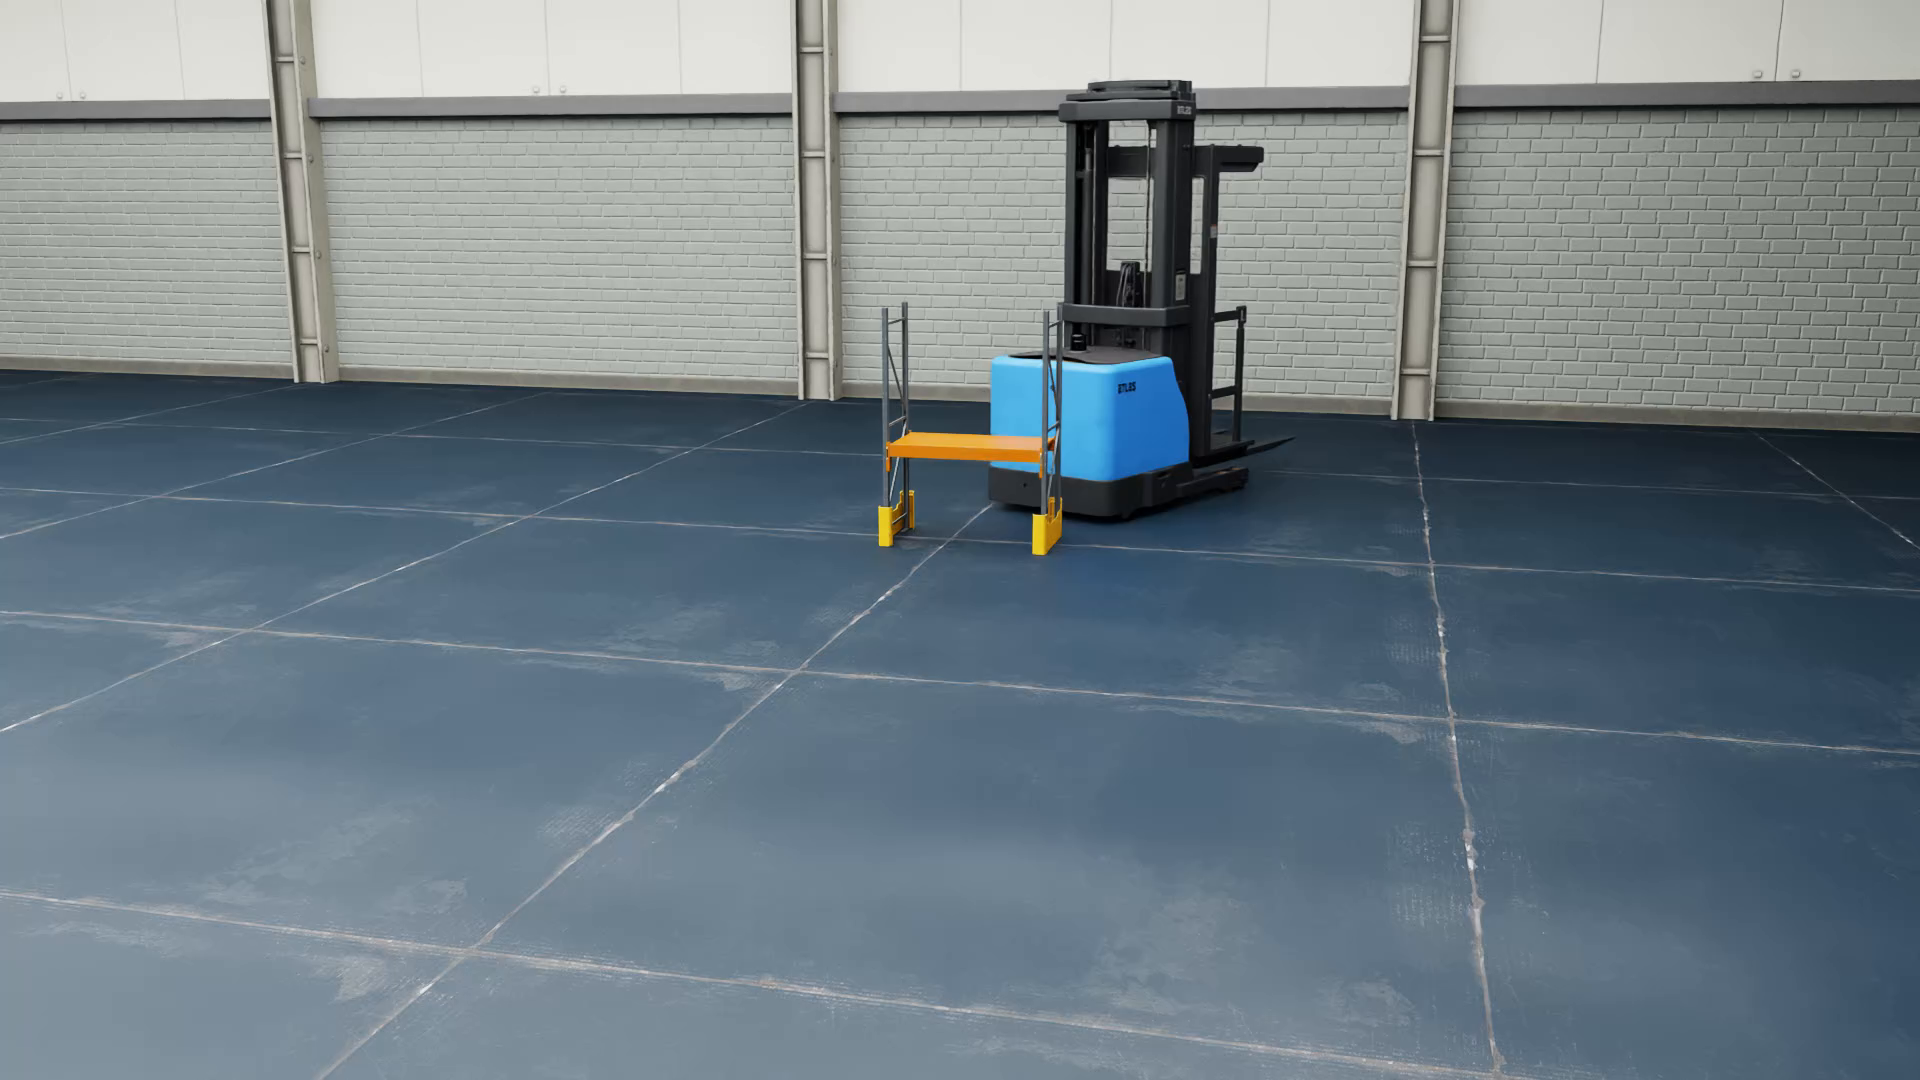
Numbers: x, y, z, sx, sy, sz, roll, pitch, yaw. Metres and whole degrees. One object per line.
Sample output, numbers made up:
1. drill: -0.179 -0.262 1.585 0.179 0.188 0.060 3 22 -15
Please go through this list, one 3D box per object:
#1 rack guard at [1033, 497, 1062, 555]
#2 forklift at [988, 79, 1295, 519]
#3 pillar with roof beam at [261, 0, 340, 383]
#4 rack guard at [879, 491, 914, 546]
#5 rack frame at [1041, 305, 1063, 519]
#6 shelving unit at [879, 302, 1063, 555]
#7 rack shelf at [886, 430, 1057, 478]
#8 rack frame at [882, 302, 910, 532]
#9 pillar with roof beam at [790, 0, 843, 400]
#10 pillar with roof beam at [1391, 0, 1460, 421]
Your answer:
1. rack guard: 0.558 -0.092 10.572 0.087 0.250 0.587 3 13 14
2. forklift: 1.508 -1.835 12.236 1.130 2.935 3.031 10 16 37
3. pillar with roof beam: -8.316 -5.290 13.802 0.400 9.000 9.100 3 13 14
4. rack guard: -0.409 -0.144 10.805 0.087 0.250 0.587 3 13 14
5. rack frame: 0.576 -0.701 10.432 0.032 1.500 0.500 3 13 14
6. shelving unit: 0.074 -0.728 10.553 1.083 1.500 0.587 3 13 14
7. rack shelf: 0.083 -0.552 10.590 1.000 0.185 0.538 3 13 14
8. rack frame: -0.411 -0.754 10.670 0.032 1.500 0.500 3 13 14
9. pillar with roof beam: -2.491 -4.979 12.399 0.400 9.000 9.100 3 13 14
10. pillar with roof beam: 3.334 -4.668 10.996 0.400 9.000 9.100 3 13 14
